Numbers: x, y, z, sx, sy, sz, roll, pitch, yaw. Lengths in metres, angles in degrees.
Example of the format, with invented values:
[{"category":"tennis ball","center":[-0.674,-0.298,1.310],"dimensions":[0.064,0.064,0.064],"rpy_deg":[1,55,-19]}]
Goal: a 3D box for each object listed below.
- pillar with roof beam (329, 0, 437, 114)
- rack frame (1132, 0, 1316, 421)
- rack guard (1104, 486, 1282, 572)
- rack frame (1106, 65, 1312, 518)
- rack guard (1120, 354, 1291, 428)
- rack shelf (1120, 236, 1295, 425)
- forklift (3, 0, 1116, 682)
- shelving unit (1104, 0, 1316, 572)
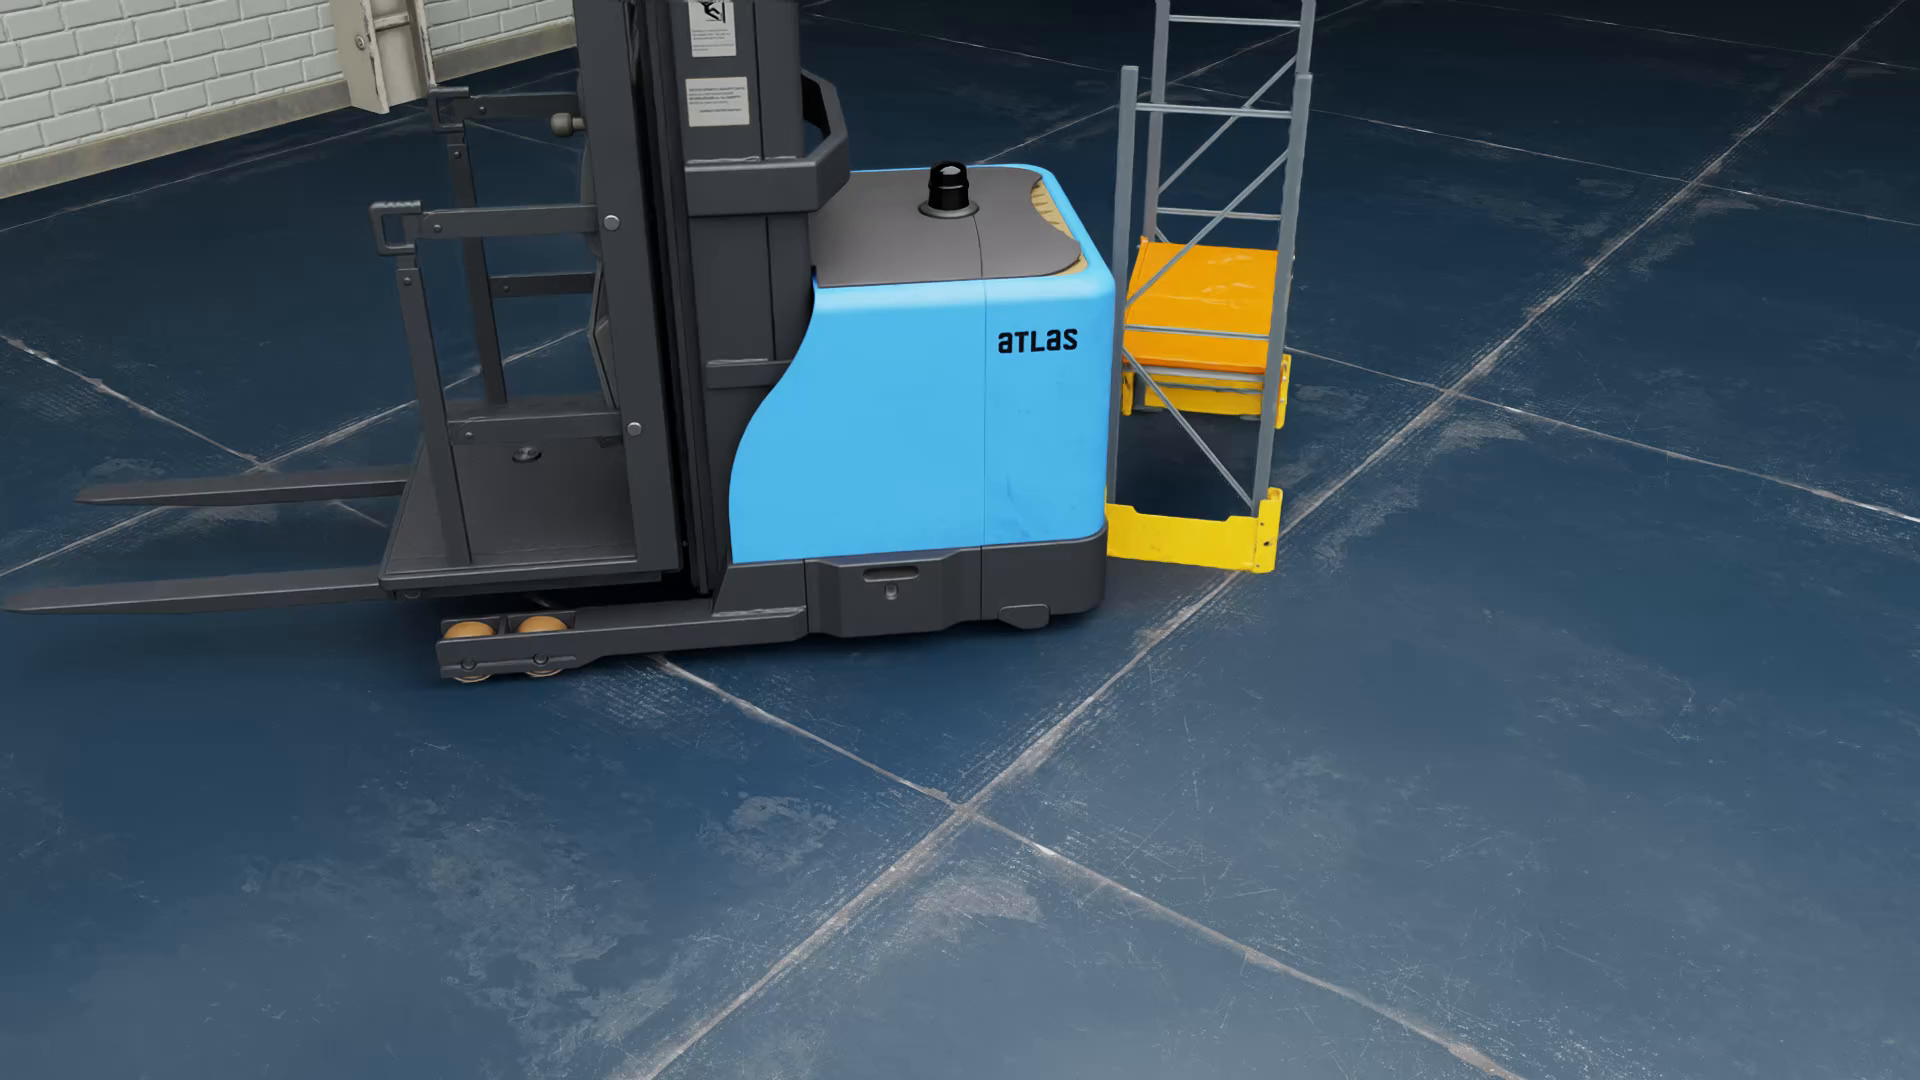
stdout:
[{"category":"pillar with roof beam","center":[0.213,-5.042,4.930],"dimensions":[9.100,9.000,0.400],"rpy_deg":[21,37,31]},{"category":"rack frame","center":[0.875,-1.102,5.638],"dimensions":[0.500,1.500,0.032],"rpy_deg":[6,31,10]},{"category":"rack guard","center":[0.678,-0.056,5.100],"dimensions":[0.587,0.250,0.087],"rpy_deg":[6,31,10]},{"category":"rack frame","center":[0.678,-0.593,4.780],"dimensions":[0.500,1.500,0.032],"rpy_deg":[6,31,10]},{"category":"rack guard","center":[0.871,-0.554,5.940],"dimensions":[0.587,0.250,0.087],"rpy_deg":[6,31,10]},{"category":"rack shelf","center":[0.776,-0.693,5.301],"dimensions":[0.538,0.185,1.000],"rpy_deg":[6,31,10]},{"category":"forklift","center":[-1.138,-1.156,4.326],"dimensions":[3.031,2.935,1.130],"rpy_deg":[-4,31,-7]},{"category":"shelving unit","center":[0.775,-0.843,5.201],"dimensions":[0.587,1.500,1.083],"rpy_deg":[6,31,10]}]
